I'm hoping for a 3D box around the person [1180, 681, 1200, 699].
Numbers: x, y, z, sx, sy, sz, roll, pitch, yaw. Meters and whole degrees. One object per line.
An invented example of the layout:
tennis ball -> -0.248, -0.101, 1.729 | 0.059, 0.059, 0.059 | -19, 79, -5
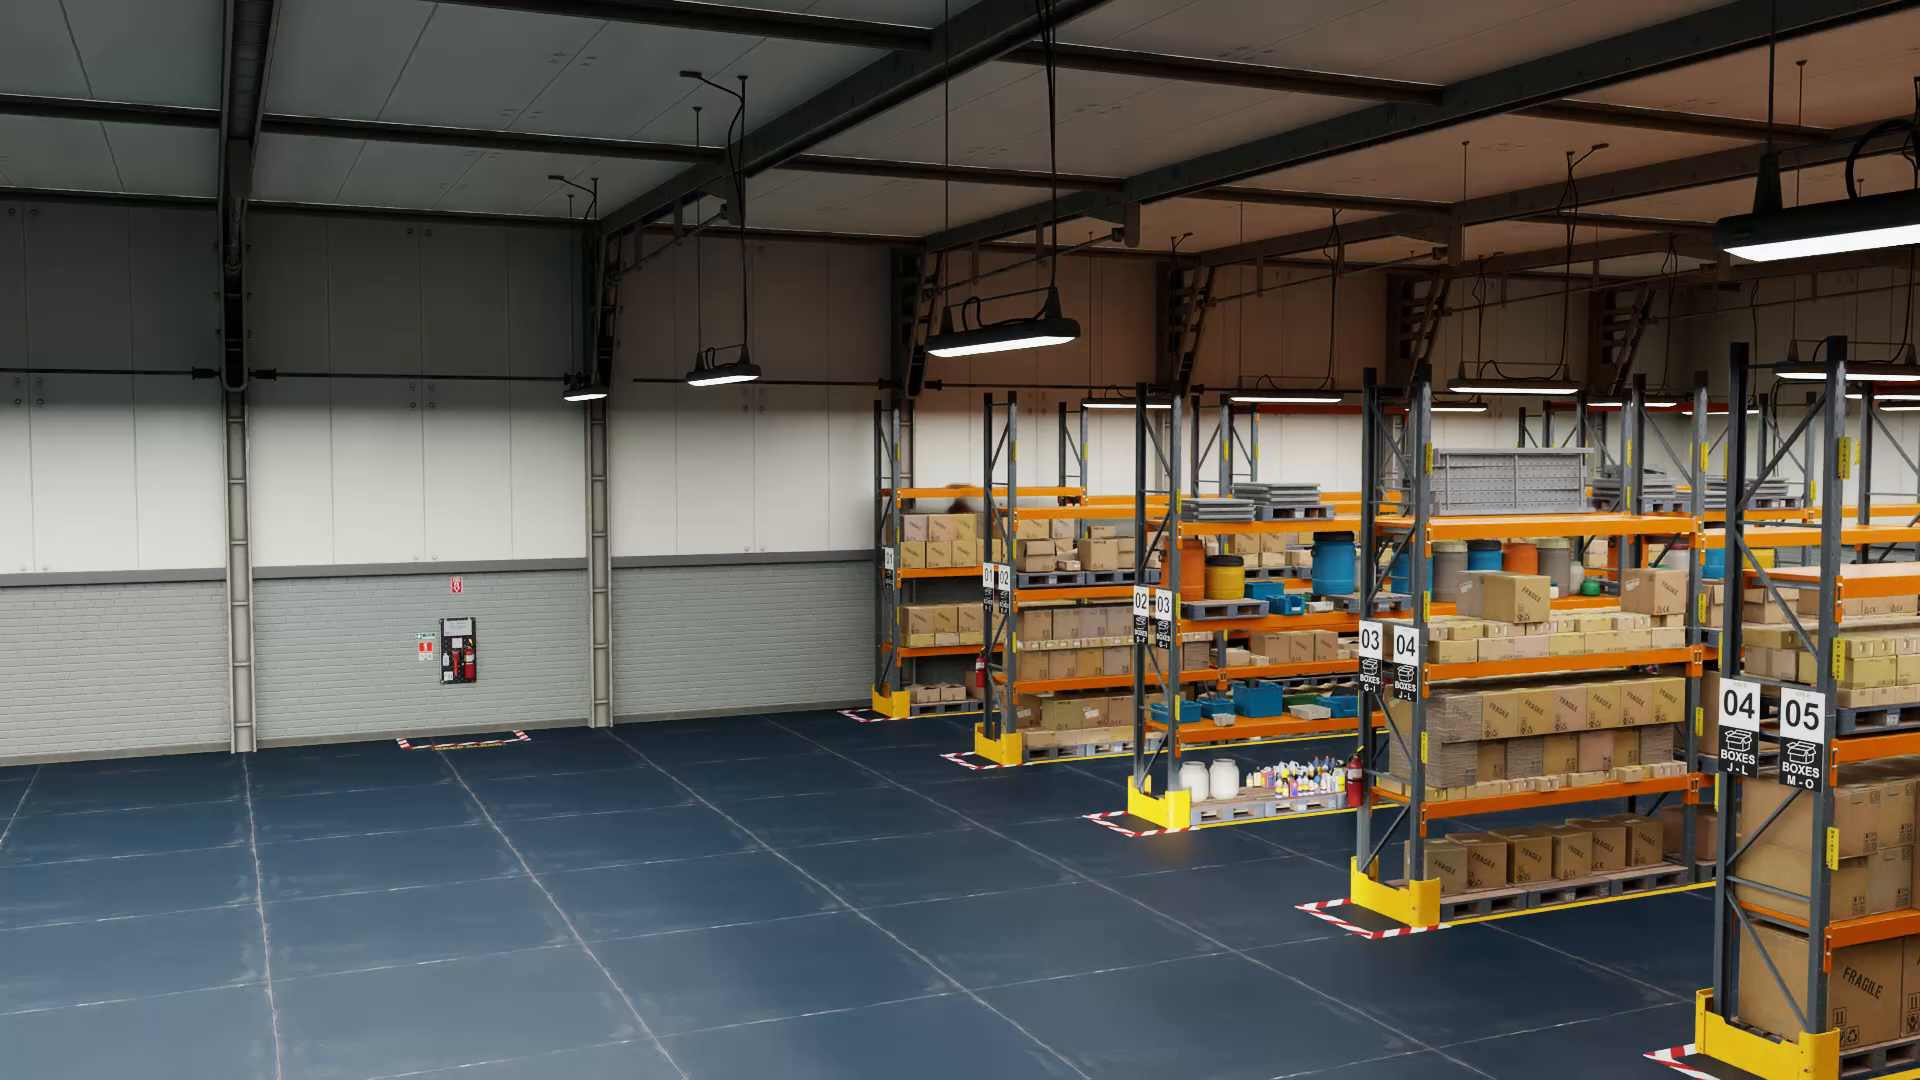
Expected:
person -> 4.296, 2.420, 31.822 | 1.078, 1.714, 0.670 | -2, 4, -31
